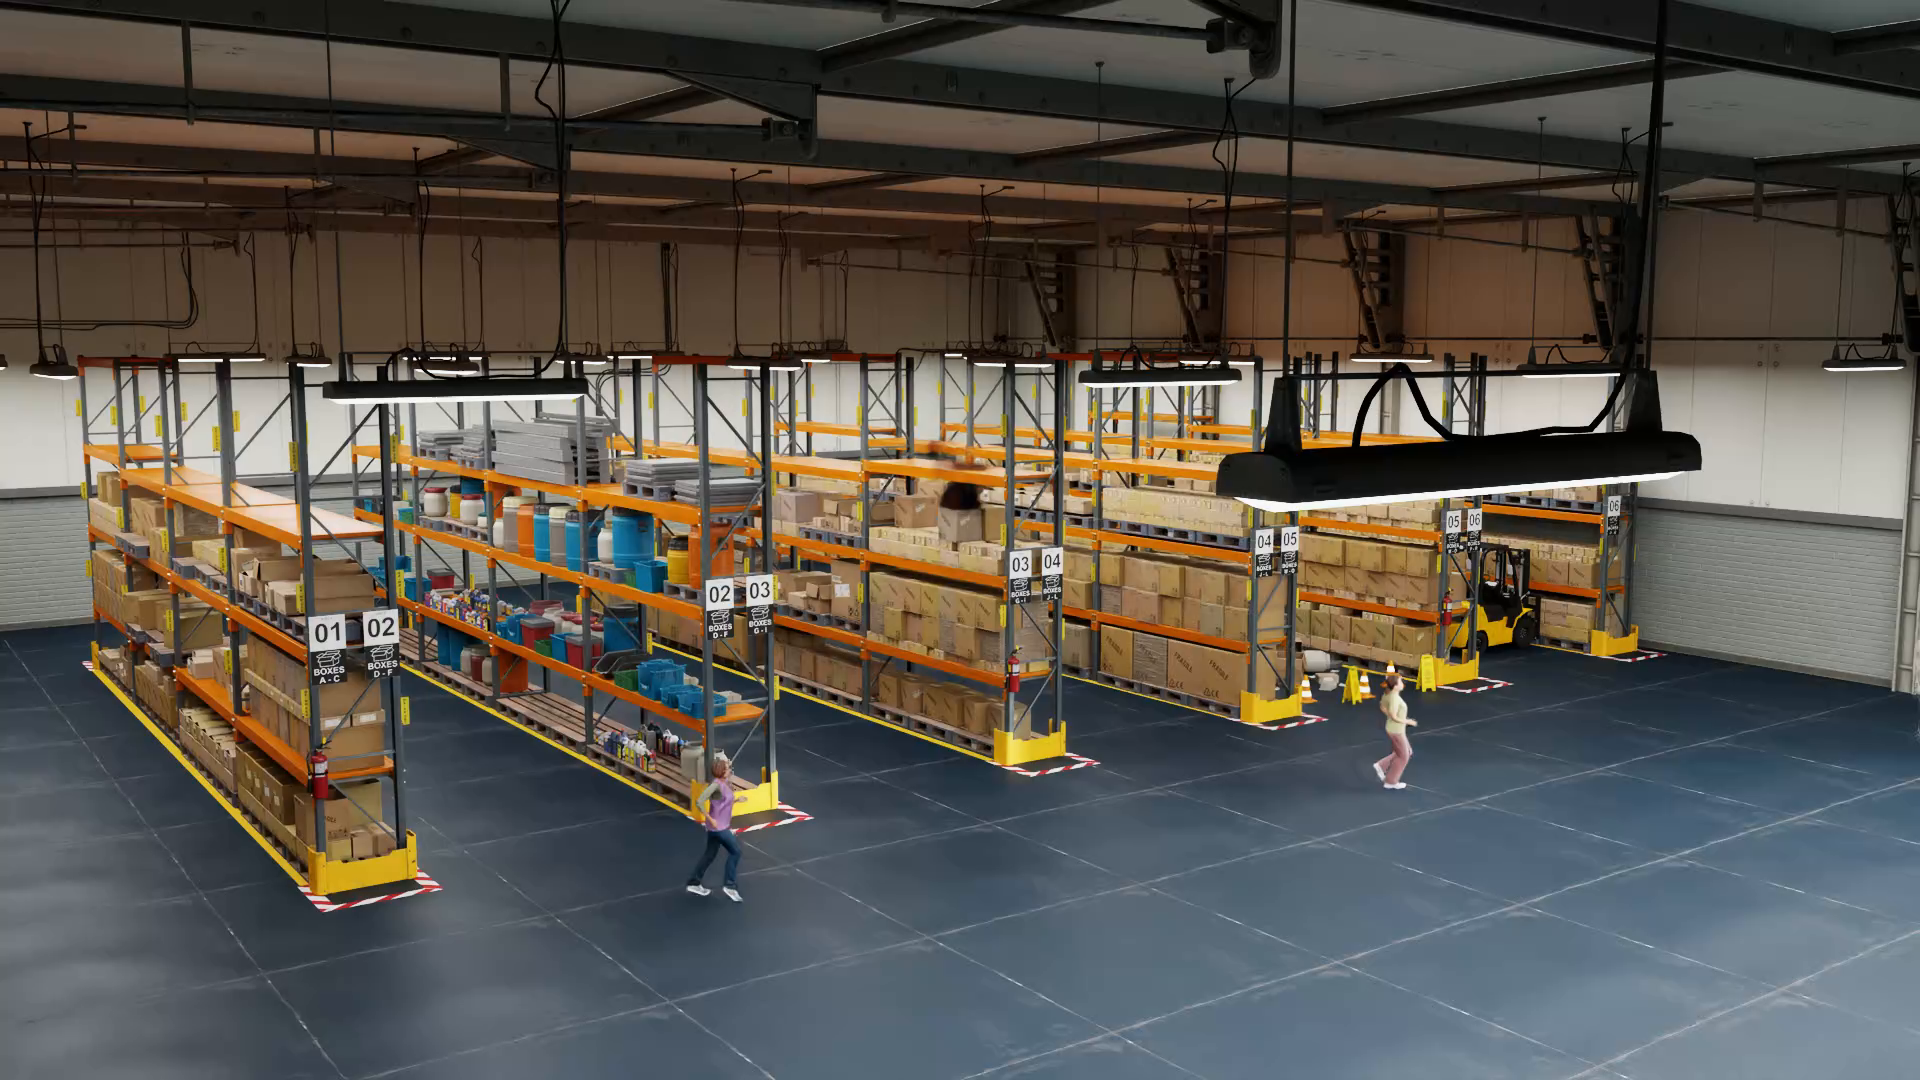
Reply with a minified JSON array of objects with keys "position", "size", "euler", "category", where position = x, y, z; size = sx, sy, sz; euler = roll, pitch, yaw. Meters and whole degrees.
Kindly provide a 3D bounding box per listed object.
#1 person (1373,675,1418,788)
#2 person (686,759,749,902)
[{"position":[6.127,2.698,23.394],"size":[0.557,1.609,0.576],"euler":[1,7,4],"category":"person"},{"position":[-2.742,3.280,18.783],"size":[0.716,1.649,0.508],"euler":[-1,7,-8],"category":"person"}]
